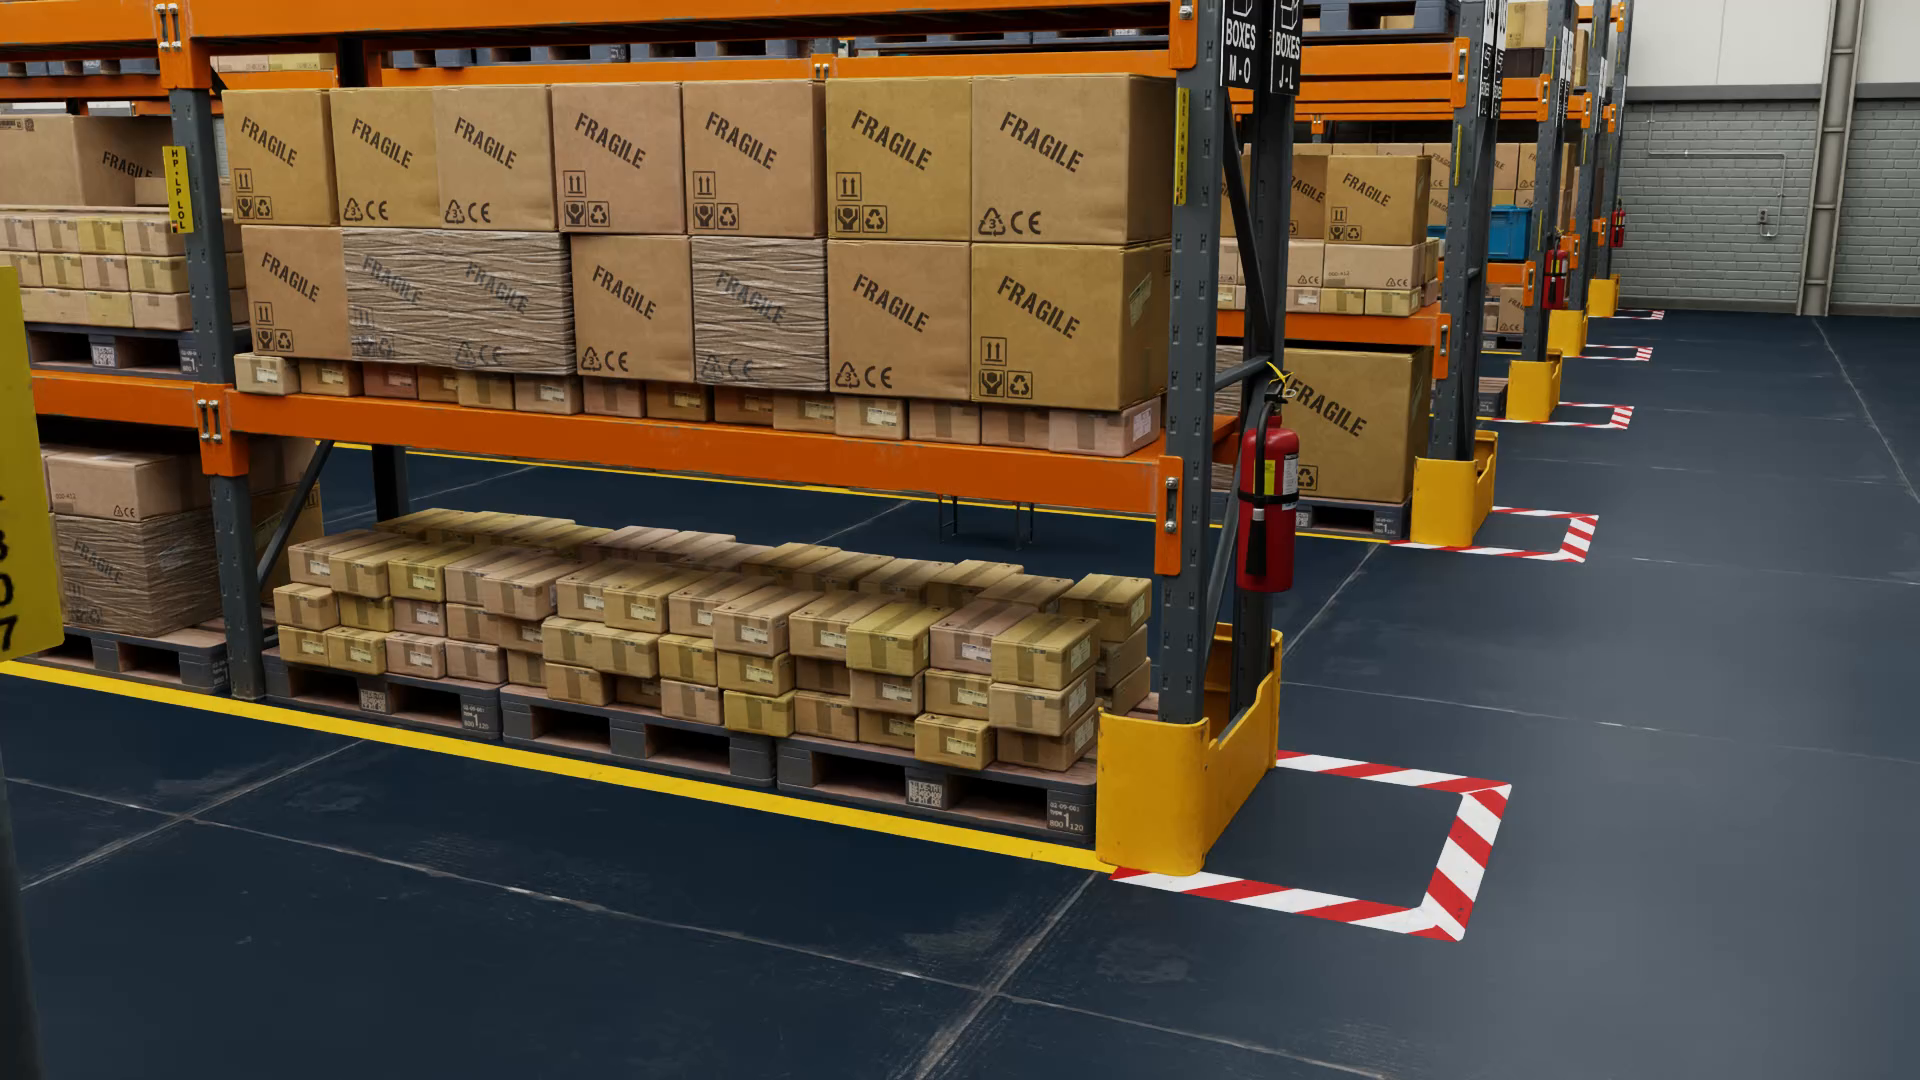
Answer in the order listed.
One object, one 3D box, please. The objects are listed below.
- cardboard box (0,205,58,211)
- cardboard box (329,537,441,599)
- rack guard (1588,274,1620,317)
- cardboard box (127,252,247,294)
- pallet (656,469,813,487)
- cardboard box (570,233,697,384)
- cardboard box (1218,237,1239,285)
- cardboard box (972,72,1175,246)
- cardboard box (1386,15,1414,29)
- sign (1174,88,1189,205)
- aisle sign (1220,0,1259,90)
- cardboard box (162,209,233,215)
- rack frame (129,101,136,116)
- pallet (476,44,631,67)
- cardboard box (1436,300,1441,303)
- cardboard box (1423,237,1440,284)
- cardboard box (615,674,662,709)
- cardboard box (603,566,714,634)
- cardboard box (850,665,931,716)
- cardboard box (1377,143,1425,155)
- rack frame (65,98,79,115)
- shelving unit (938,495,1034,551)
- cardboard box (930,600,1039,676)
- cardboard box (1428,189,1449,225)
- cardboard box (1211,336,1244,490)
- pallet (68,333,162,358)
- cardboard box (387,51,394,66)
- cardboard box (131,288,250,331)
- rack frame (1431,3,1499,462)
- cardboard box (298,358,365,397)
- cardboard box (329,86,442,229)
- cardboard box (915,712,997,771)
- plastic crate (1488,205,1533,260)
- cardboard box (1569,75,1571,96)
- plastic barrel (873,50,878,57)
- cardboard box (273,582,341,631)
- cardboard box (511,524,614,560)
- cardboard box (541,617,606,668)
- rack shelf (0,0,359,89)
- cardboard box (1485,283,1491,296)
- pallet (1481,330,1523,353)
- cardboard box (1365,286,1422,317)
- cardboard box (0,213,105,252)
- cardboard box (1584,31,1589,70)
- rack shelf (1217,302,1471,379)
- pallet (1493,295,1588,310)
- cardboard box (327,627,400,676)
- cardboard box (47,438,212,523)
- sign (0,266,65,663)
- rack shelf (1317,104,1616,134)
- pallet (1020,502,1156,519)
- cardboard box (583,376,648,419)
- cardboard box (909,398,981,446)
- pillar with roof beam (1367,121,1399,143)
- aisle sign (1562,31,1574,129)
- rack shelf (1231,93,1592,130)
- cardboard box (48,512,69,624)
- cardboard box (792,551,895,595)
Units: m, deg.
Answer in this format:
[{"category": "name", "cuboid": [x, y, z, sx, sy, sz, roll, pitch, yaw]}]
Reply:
[{"category": "cardboard box", "cuboid": [-4.619, -1.568, 8.200, 0.250, 0.149, 0.380, 7, 15, 26]}, {"category": "cardboard box", "cuboid": [-2.318, 0.111, 6.735, 0.250, 0.149, 0.380, 7, 15, 26]}, {"category": "rack guard", "cuboid": [9.023, -3.437, 23.308, 0.348, 0.500, 1.175, 6, 14, 23]}, {"category": "cardboard box", "cuboid": [-3.221, -1.119, 6.935, 0.250, 0.149, 0.380, 6, 15, 25]}, {"category": "pallet", "cuboid": [-1.411, -0.621, 11.938, 1.213, 0.211, 1.003, 6, 14, 23]}, {"category": "cardboard box", "cuboid": [-1.023, -0.849, 5.938, 0.500, 0.500, 0.500, 7, 15, 26]}, {"category": "cardboard box", "cuboid": [1.502, -1.708, 10.144, 0.500, 0.250, 0.500, 5, 14, 21]}, {"category": "cardboard box", "cuboid": [0.361, -1.197, 5.229, 0.500, 0.500, 0.500, 5, 14, 22]}, {"category": "cardboard box", "cuboid": [5.179, -5.815, 18.996, 0.500, 0.500, 0.700, 6, 14, 23]}, {"category": "sign", "cuboid": [0.637, -1.129, 4.776, 0.005, 0.325, 0.100, 6, 14, 23]}, {"category": "aisle sign", "cuboid": [0.826, -1.722, 4.837, 0.004, 0.787, 0.394, 6, 14, 23]}, {"category": "cardboard box", "cuboid": [-3.441, -1.449, 7.693, 0.250, 0.149, 0.380, 6, 14, 24]}, {"category": "rack frame", "cuboid": [-9.641, -4.068, 20.523, 0.127, 3.000, 1.000, 6, 14, 23]}, {"category": "pallet", "cuboid": [-2.699, -3.510, 11.994, 1.213, 0.211, 1.003, 7, 15, 26]}, {"category": "cardboard box", "cuboid": [5.701, -2.699, 19.747, 0.500, 0.250, 0.500, 6, 14, 23]}, {"category": "cardboard box", "cuboid": [2.652, -1.725, 10.218, 0.500, 0.250, 0.500, 5, 14, 22]}, {"category": "cardboard box", "cuboid": [-1.100, 0.508, 6.345, 0.250, 0.149, 0.380, 6, 15, 25]}, {"category": "cardboard box", "cuboid": [-1.127, 0.223, 6.258, 0.250, 0.149, 0.380, 6, 14, 24]}, {"category": "cardboard box", "cuboid": [-0.194, 0.476, 5.831, 0.250, 0.149, 0.380, 5, 14, 21]}, {"category": "cardboard box", "cuboid": [5.072, -4.282, 19.028, 0.500, 0.500, 0.500, 6, 15, 25]}, {"category": "rack frame", "cuboid": [-7.990, -2.663, 14.537, 0.127, 3.000, 1.000, 6, 14, 23]}, {"category": "shelving unit", "cuboid": [0.151, -0.569, 9.553, 0.503, 1.200, 0.258, 6, 14, 23]}, {"category": "cardboard box", "cuboid": [0.087, 0.337, 5.773, 0.250, 0.149, 0.380, 6, 15, 24]}, {"category": "cardboard box", "cuboid": [5.548, -3.749, 18.948, 0.500, 0.500, 0.500, 6, 14, 24]}, {"category": "cardboard box", "cuboid": [1.532, -0.849, 10.540, 0.875, 0.875, 0.875, 6, 14, 23]}, {"category": "pallet", "cuboid": [-4.608, -0.998, 7.862, 1.213, 0.211, 1.003, 6, 14, 23]}, {"category": "cardboard box", "cuboid": [-4.659, -3.777, 13.046, 0.500, 0.250, 0.500, 6, 15, 24]}, {"category": "cardboard box", "cuboid": [-3.220, -0.974, 6.968, 0.250, 0.149, 0.380, 5, 14, 22]}, {"category": "rack frame", "cuboid": [2.982, -1.553, 9.805, 0.127, 3.000, 1.000, 6, 14, 23]}, {"category": "cardboard box", "cuboid": [-2.384, -0.671, 6.597, 0.250, 0.149, 0.380, 6, 15, 25]}, {"category": "cardboard box", "cuboid": [-1.983, -1.439, 6.262, 0.500, 0.500, 0.500, 5, 14, 22]}, {"category": "cardboard box", "cuboid": [0.039, 0.650, 5.741, 0.250, 0.149, 0.380, 6, 15, 25]}, {"category": "plastic crate", "cuboid": [4.606, -2.625, 14.169, 0.499, 0.435, 0.616, 6, 14, 23]}, {"category": "cardboard box", "cuboid": [6.421, -5.001, 18.264, 0.500, 0.250, 0.500, 6, 14, 23]}, {"category": "plastic barrel", "cuboid": [-0.645, -4.926, 16.397, 0.433, 0.535, 0.433, 0, 13, 0]}, {"category": "cardboard box", "cuboid": [-2.575, 0.243, 6.823, 0.250, 0.149, 0.380, 7, 15, 26]}, {"category": "cardboard box", "cuboid": [-1.660, 0.054, 6.980, 0.250, 0.149, 0.380, 6, 15, 25]}, {"category": "cardboard box", "cuboid": [-1.377, 0.355, 6.345, 0.250, 0.149, 0.380, 6, 14, 23]}, {"category": "rack shelf", "cuboid": [-4.605, -2.191, 7.536, 4.000, 0.370, 1.077, 6, 14, 23]}, {"category": "cardboard box", "cuboid": [7.403, -3.780, 23.852, 0.500, 0.500, 0.700, 5, 14, 21]}, {"category": "pallet", "cuboid": [6.199, -2.344, 19.284, 1.213, 0.211, 1.003, 6, 14, 23]}, {"category": "cardboard box", "cuboid": [2.523, -1.394, 9.681, 0.250, 0.149, 0.380, 6, 15, 24]}, {"category": "cardboard box", "cuboid": [-3.944, -1.337, 7.217, 0.250, 0.149, 0.380, 6, 14, 23]}, {"category": "cardboard box", "cuboid": [8.431, -6.780, 23.065, 0.500, 0.500, 0.500, 5, 14, 21]}, {"category": "rack shelf", "cuboid": [1.153, -1.387, 10.676, 4.000, 0.370, 1.077, 6, 14, 23]}, {"category": "pallet", "cuboid": [8.238, -3.356, 23.597, 1.213, 0.211, 1.003, 6, 14, 23]}, {"category": "cardboard box", "cuboid": [-2.331, 0.413, 6.751, 0.250, 0.149, 0.380, 6, 15, 25]}, {"category": "cardboard box", "cuboid": [-3.560, -0.265, 7.228, 0.500, 0.250, 0.500, 5, 14, 22]}, {"category": "sign", "cuboid": [-0.802, -0.058, 1.368, 0.005, 0.325, 0.100, 6, 14, 23]}, {"category": "rack shelf", "cuboid": [7.172, -5.951, 23.561, 4.000, 0.370, 1.077, 6, 14, 23]}, {"category": "pallet", "cuboid": [1.108, -0.366, 10.852, 1.213, 0.211, 1.003, 6, 14, 23]}, {"category": "cardboard box", "cuboid": [-1.163, -0.552, 6.093, 0.250, 0.149, 0.380, 6, 15, 25]}, {"category": "cardboard box", "cuboid": [0.020, -0.426, 5.553, 0.250, 0.149, 0.380, 6, 14, 23]}, {"category": "pillar with roof beam", "cuboid": [4.590, -7.164, 20.586, 0.400, 9.000, 9.100, 6, 14, 23]}, {"category": "aisle sign", "cuboid": [5.174, -3.908, 14.153, 0.004, 0.787, 0.394, 6, 14, 23]}, {"category": "rack shelf", "cuboid": [5.169, -4.916, 19.150, 4.000, 0.370, 1.077, 6, 14, 23]}, {"category": "cardboard box", "cuboid": [-4.024, 0.053, 7.515, 0.500, 0.500, 0.500, 5, 14, 22]}, {"category": "cardboard box", "cuboid": [-0.450, 0.165, 6.506, 0.250, 0.149, 0.380, 6, 15, 25]}]
